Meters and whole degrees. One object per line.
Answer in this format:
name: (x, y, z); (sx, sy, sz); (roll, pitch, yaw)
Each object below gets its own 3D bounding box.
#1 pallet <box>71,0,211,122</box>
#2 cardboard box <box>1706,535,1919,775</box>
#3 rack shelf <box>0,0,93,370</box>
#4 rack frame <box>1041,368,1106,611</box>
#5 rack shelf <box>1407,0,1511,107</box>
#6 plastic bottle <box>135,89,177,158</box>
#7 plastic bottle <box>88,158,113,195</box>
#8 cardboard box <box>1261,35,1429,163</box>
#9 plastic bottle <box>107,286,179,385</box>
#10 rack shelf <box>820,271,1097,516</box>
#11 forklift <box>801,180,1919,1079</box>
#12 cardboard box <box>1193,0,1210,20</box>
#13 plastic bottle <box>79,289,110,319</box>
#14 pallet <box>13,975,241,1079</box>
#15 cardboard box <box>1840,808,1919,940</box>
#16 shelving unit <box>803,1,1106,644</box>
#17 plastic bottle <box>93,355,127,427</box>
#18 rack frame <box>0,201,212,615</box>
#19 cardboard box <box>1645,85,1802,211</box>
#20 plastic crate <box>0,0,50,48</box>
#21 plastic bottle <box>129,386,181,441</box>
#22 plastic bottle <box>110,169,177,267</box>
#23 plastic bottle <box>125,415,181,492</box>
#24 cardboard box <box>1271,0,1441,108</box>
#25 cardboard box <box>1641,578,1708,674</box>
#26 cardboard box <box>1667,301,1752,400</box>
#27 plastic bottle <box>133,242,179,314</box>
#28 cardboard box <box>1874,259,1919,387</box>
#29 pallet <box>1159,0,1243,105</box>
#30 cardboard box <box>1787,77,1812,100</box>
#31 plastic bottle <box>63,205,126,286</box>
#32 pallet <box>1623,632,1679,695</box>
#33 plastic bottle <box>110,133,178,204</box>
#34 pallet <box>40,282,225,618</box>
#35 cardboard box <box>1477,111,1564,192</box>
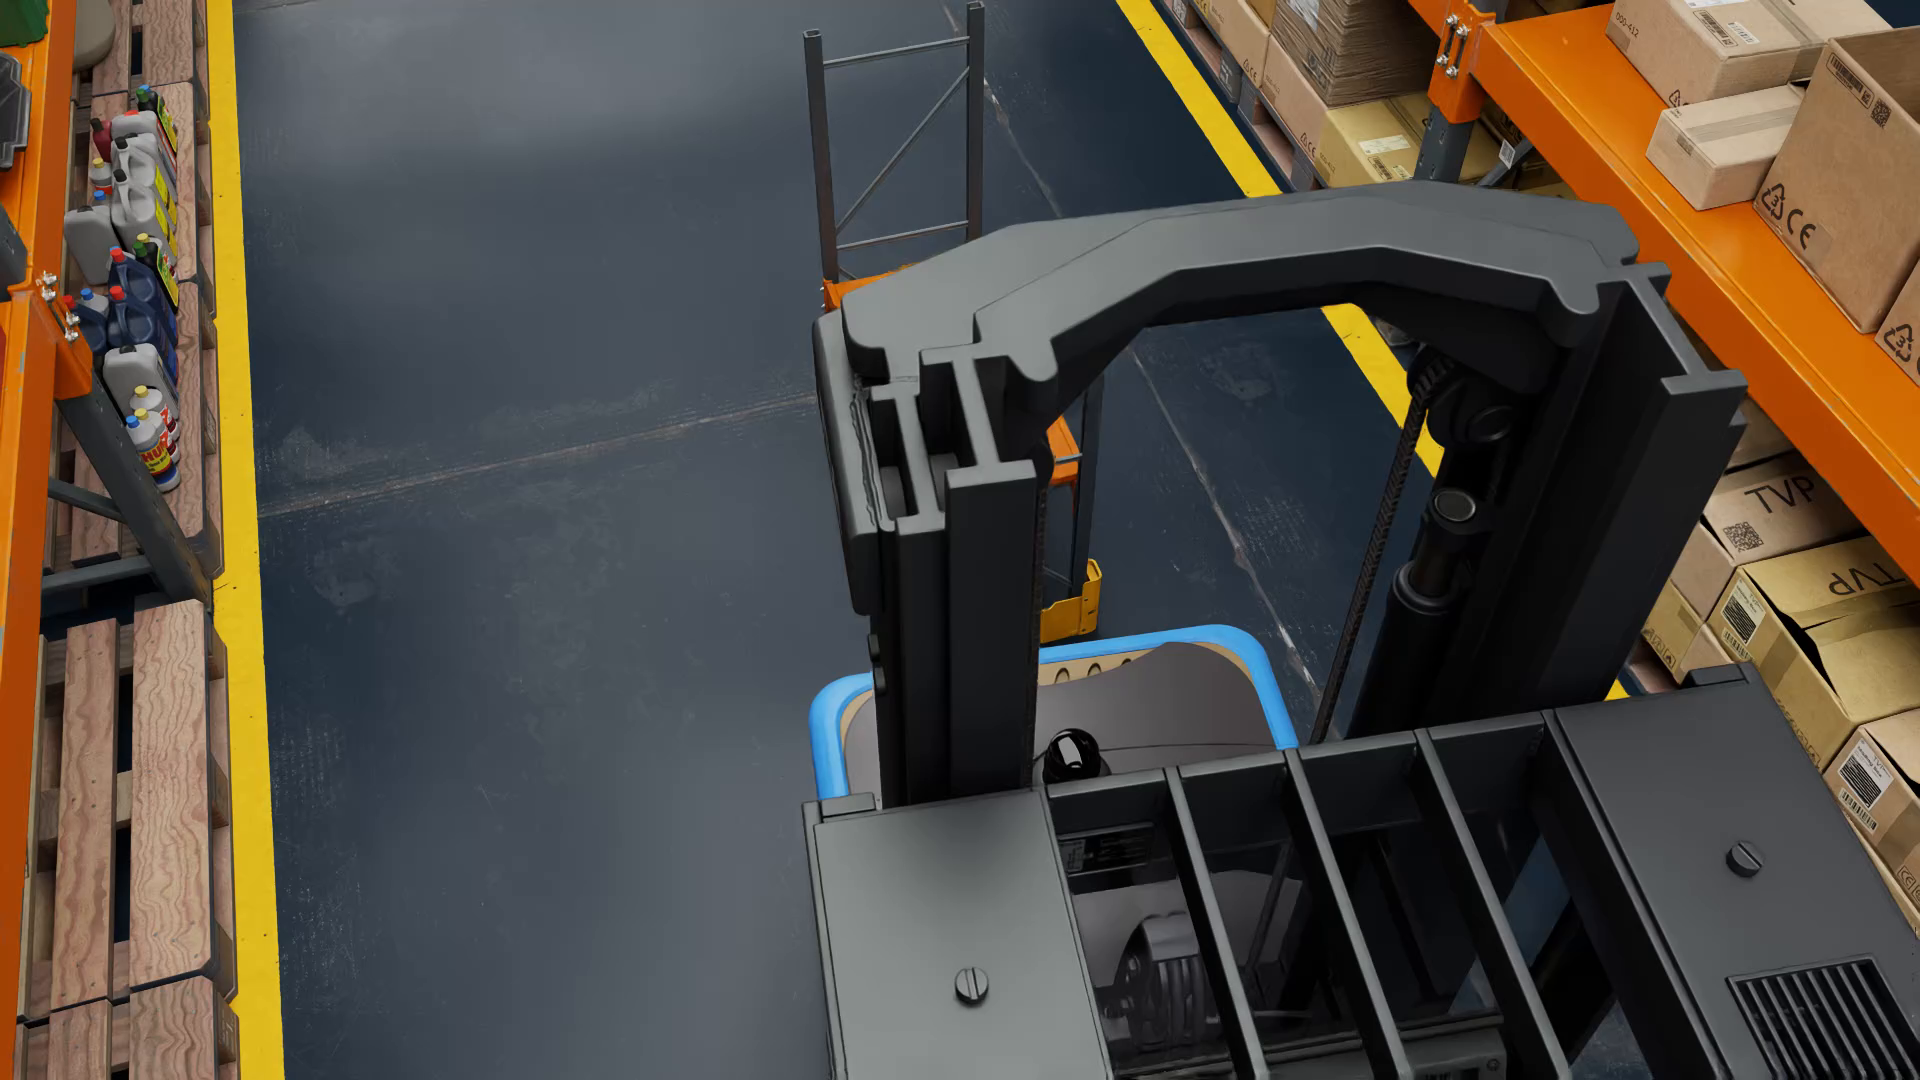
pallet: (-3.652, -2.059, 6.847); (1.003, 0.211, 1.213); (-13, 51, -11)
cardboard box: (2.302, 0.258, 4.227); (0.500, 0.311, 0.500); (-12, 51, -10)
rack shelf: (-3.363, -1.904, 5.364); (1.077, 0.370, 4.000); (-13, 51, -11)
rack frame: (0.125, -0.174, 4.416); (0.500, 1.500, 0.032); (-13, 51, -11)
rack shelf: (1.370, -3.021, 6.306); (1.077, 0.370, 4.000); (-13, 51, -11)
plastic bottle: (-2.940, -1.540, 6.075); (0.061, 0.283, 0.133); (-12, 51, -10)
plastic bottle: (-3.017, -1.261, 5.894); (0.097, 0.201, 0.097); (0, 50, 0)
cardboard box: (1.477, -1.698, 6.244); (0.500, 0.250, 0.500); (-13, 51, -11)
plastic bottle: (-2.614, -0.647, 5.278); (0.144, 0.351, 0.185); (-12, 51, -10)
rack shelf: (-0.025, -0.430, 4.867); (0.538, 0.185, 1.000); (-13, 51, -11)
forklift: (0.417, 1.100, 2.406); (1.130, 2.935, 3.031); (-8, 50, -6)
cardboard box: (1.167, -2.425, 6.856); (0.500, 0.250, 0.500); (-13, 51, -11)
plastic bottle: (-2.772, -0.700, 5.375); (0.097, 0.271, 0.097); (0, 50, 0)
pallet: (-2.138, 1.681, 3.695); (1.003, 0.211, 1.213); (-13, 51, -11)
cardboard box: (2.454, 0.807, 4.131); (0.500, 0.250, 0.500); (-12, 51, -10)
shelving unit: (-0.023, -0.539, 4.724); (0.587, 1.500, 1.083); (-13, 51, -11)
plastic bottle: (-2.670, -0.479, 5.181); (0.061, 0.283, 0.133); (-13, 51, -11)
rack frame: (-2.771, -0.675, 3.857); (1.000, 3.000, 0.127); (-13, 51, -11)
cardboard box: (2.028, -1.018, 4.311); (0.380, 0.149, 0.250); (-13, 51, -11)
plastic crate: (-2.903, -1.662, 4.828); (0.450, 0.188, 0.662); (-13, 51, -11)
plastic bottle: (-2.507, -0.396, 5.164); (0.097, 0.201, 0.097); (0, 50, 0)
plastic bottle: (-2.795, -1.095, 5.656); (0.144, 0.351, 0.185); (-14, 51, -11)
plastic bottle: (-2.447, -0.270, 5.012); (0.097, 0.271, 0.097); (0, 50, 0)
cardboard box: (1.479, -1.940, 5.957); (0.500, 0.500, 0.500); (-13, 51, -11)
cardboard box: (2.150, 0.060, 4.761); (0.500, 0.250, 0.500); (-15, 51, -12)
cardboard box: (1.989, -0.497, 4.864); (0.500, 0.311, 0.500); (-14, 51, -11)
plastic bottle: (-2.678, -0.893, 5.530); (0.061, 0.283, 0.133); (-11, 51, -9)
cardboard box: (2.477, -0.510, 3.652); (0.500, 0.500, 0.500); (-13, 51, -11)
pallet: (1.402, -2.377, 7.116); (1.003, 0.211, 1.213); (-13, 51, -11)
cardboard box: (2.397, -1.149, 4.344); (0.396, 0.266, 0.258); (-14, 51, -12)
plastic bottle: (-2.929, -1.019, 5.641); (0.152, 0.276, 0.135); (-13, 51, -11)
pallet: (2.581, 0.528, 4.667); (1.003, 0.211, 1.213); (-13, 51, -11)
plastic bottle: (-2.903, -1.327, 5.900); (0.152, 0.276, 0.135); (-15, 51, -12)
pallet: (-2.930, -0.276, 5.345); (1.003, 0.211, 1.213); (-13, 51, -11)
cardboard box: (2.114, -1.449, 6.033); (0.500, 0.250, 0.500); (-13, 51, -11)
